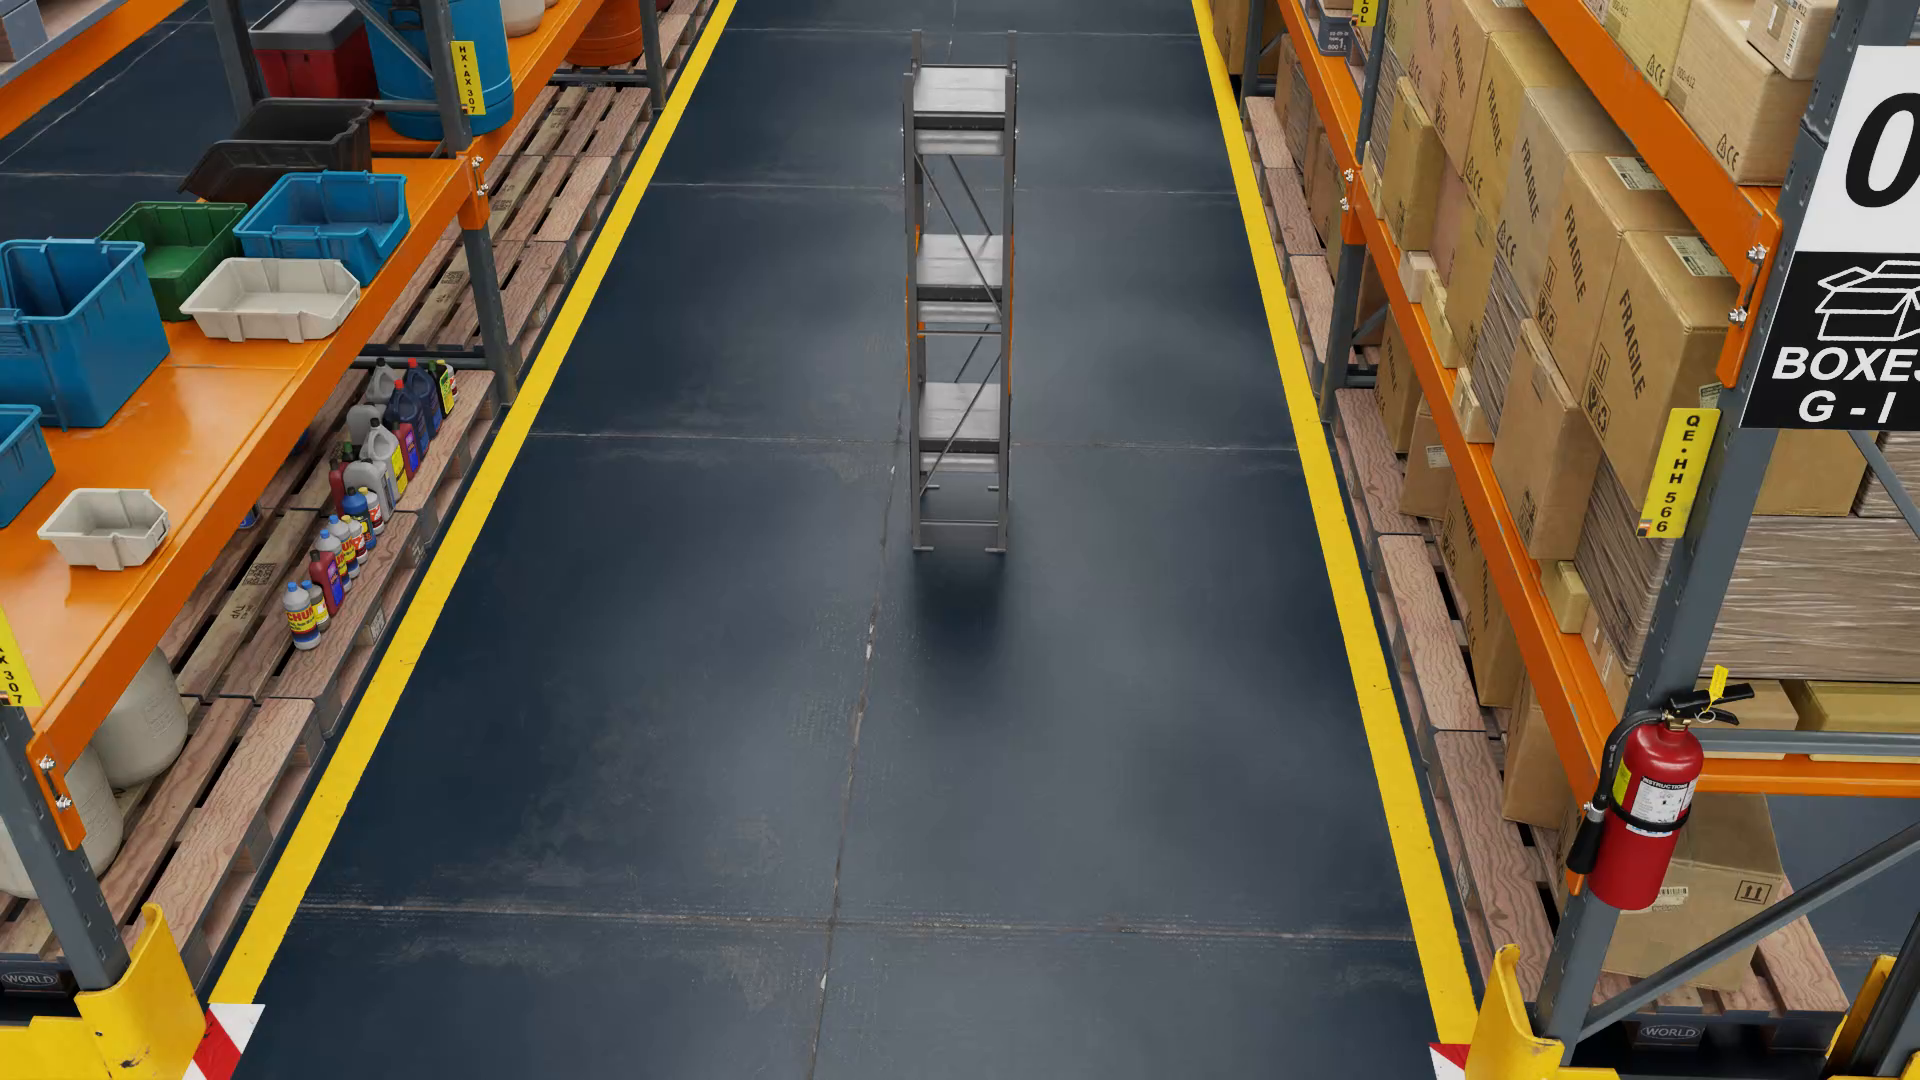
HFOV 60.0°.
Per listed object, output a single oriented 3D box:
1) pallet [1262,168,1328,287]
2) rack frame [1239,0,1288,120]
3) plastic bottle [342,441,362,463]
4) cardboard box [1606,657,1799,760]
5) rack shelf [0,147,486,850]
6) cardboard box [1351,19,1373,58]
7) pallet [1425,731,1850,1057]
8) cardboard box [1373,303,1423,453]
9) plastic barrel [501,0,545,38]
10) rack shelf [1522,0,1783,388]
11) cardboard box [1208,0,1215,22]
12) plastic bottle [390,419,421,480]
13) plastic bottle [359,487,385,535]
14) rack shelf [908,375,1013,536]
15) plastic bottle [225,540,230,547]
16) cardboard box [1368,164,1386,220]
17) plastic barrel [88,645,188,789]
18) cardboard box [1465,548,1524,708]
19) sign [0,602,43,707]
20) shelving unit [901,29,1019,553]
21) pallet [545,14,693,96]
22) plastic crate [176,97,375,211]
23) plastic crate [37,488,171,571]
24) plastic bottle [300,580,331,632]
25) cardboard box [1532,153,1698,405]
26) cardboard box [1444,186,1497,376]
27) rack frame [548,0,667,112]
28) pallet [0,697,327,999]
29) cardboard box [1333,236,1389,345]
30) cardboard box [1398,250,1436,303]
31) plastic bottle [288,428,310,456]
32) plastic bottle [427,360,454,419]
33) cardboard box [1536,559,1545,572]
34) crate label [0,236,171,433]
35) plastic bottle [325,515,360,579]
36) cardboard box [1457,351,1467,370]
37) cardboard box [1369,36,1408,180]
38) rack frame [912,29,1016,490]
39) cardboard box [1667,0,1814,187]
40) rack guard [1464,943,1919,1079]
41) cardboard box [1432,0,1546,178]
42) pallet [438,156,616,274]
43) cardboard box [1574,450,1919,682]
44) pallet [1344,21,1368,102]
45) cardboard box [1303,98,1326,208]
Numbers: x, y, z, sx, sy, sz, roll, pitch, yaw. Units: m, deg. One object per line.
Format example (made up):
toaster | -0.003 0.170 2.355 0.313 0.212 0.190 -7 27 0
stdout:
pallet | 2.325 -1.819 9.655 1.003 0.211 1.213 1 35 2
rack frame | 2.409 -4.108 10.487 1.000 3.000 0.127 1 35 2
plastic bottle | -2.562 -0.308 7.060 0.061 0.283 0.133 1 35 2
cardboard box | 1.893 0.422 4.259 0.380 0.149 0.250 1 35 2
rack shelf | -2.781 -0.481 5.952 1.077 0.370 4.000 1 35 2
cardboard box | 2.421 -2.681 7.569 1.000 1.000 1.000 2 35 2
pallet | 2.159 1.119 5.474 1.003 0.211 1.213 1 35 2
cardboard box | 2.193 -0.730 7.489 0.500 0.500 0.500 0 35 0
plastic barrel | -2.413 -2.946 8.715 0.433 0.535 0.433 0 35 0
rack shelf | 2.168 -1.594 4.926 1.077 0.370 4.000 1 35 2
cardboard box | 2.501 -4.319 12.269 1.225 0.875 0.875 1 35 2
plastic bottle | -2.411 -0.412 7.207 0.061 0.283 0.133 4 35 5
plastic bottle | -2.447 -0.125 6.871 0.097 0.201 0.097 0 35 0
rack shelf | 0.007 -0.370 7.192 0.431 0.518 0.480 1 35 2
plastic bottle | -3.057 -0.068 6.790 0.097 0.201 0.097 0 35 0
cardboard box | 1.917 -1.448 6.919 0.380 0.149 0.250 1 35 2
plastic barrel | -2.891 0.552 5.655 0.421 0.512 0.421 0 35 0
cardboard box | 2.164 0.277 6.056 0.500 0.500 0.500 4 35 6
sign | -2.311 0.275 4.009 0.100 0.325 0.005 1 35 2
shelving unit | 0.007 -0.954 6.782 0.431 2.100 0.503 1 35 2
pallet | -2.550 -3.536 12.097 1.003 0.211 1.213 1 35 2
plastic crate | -2.848 -1.601 6.974 0.767 0.338 0.504 1 35 2
plastic crate | -2.503 -0.025 4.907 0.298 0.136 0.250 1 35 2
plastic bottle | -2.473 0.244 6.344 0.097 0.201 0.097 0 35 0
cardboard box | 1.878 -0.693 4.412 0.500 0.500 0.500 1 35 2
cardboard box | 2.133 -0.853 5.510 0.875 0.500 0.500 1 35 2
rack frame | -2.540 -4.223 10.650 1.000 3.000 0.127 1 35 2
pallet | -2.867 1.003 5.639 1.003 0.211 1.213 1 35 2
cardboard box | 2.295 -1.320 8.311 0.700 0.500 0.500 -1 35 -2
cardboard box | 1.882 -1.017 6.306 0.380 0.149 0.250 1 35 2
plastic bottle | -3.003 -0.563 7.364 0.144 0.351 0.185 1 35 2
plastic bottle | -2.390 -0.709 7.630 0.061 0.283 0.133 3 35 4
cardboard box | 1.888 -0.010 4.873 0.380 0.149 0.250 1 35 2
crate label | -3.057 -0.705 5.613 0.502 0.435 0.616 1 35 2
plastic bottle | -2.459 0.021 6.602 0.097 0.271 0.097 0 35 0
cardboard box | 1.928 -0.584 5.691 0.380 0.149 0.250 1 35 2
cardboard box | 2.169 -1.716 6.737 0.875 0.500 0.500 1 35 2
rack frame | 0.016 -1.094 6.981 0.400 2.100 0.015 1 35 2
cardboard box | 1.854 -0.961 3.530 0.500 0.250 0.500 2 35 3
rack guard | 2.091 1.467 4.728 1.175 0.500 0.348 1 35 2
cardboard box | 1.937 -1.555 5.638 0.500 0.500 0.500 1 35 2
pallet | -2.661 -1.939 9.825 1.003 0.211 1.213 1 35 2
cardboard box | 2.138 0.010 4.281 0.875 0.500 0.500 1 35 2
pallet | 2.425 -2.167 7.892 1.003 0.211 1.213 1 35 2
cardboard box | 2.377 -2.235 9.613 0.700 0.500 0.500 4 35 6
